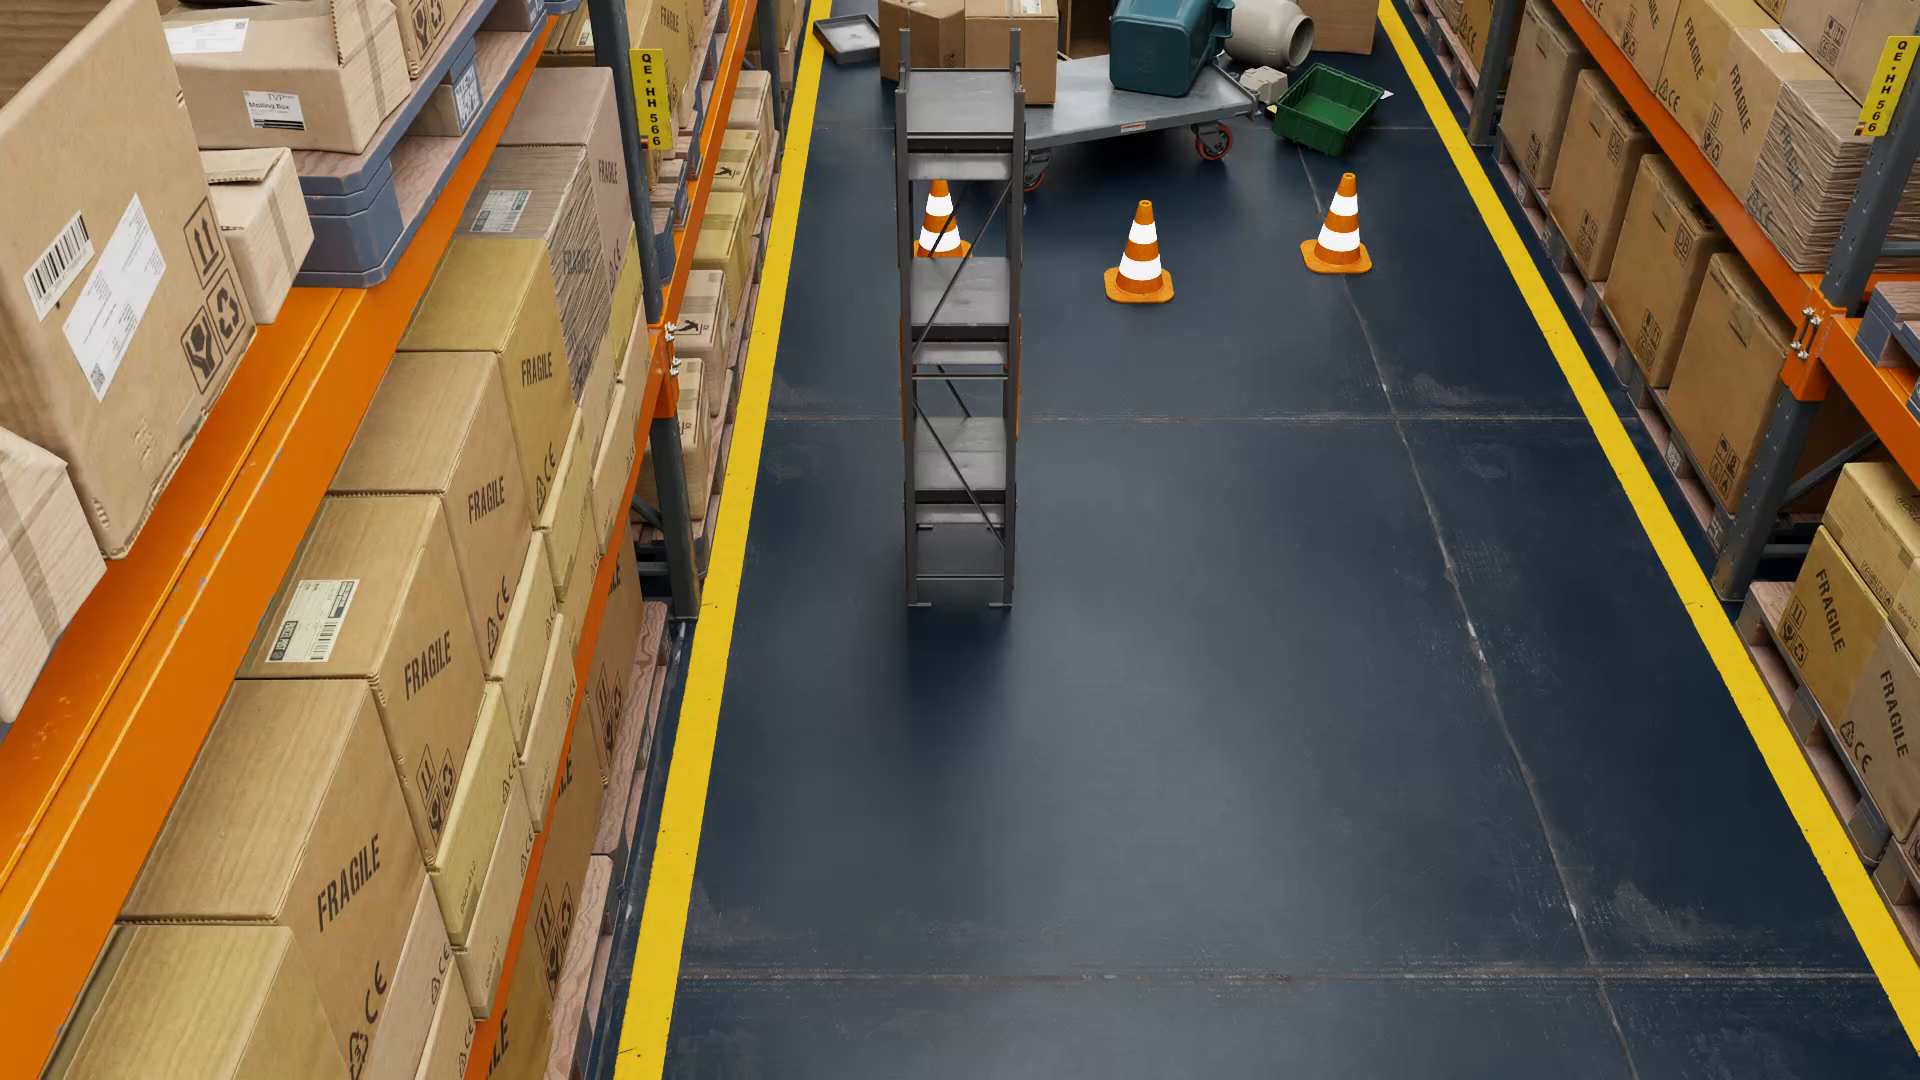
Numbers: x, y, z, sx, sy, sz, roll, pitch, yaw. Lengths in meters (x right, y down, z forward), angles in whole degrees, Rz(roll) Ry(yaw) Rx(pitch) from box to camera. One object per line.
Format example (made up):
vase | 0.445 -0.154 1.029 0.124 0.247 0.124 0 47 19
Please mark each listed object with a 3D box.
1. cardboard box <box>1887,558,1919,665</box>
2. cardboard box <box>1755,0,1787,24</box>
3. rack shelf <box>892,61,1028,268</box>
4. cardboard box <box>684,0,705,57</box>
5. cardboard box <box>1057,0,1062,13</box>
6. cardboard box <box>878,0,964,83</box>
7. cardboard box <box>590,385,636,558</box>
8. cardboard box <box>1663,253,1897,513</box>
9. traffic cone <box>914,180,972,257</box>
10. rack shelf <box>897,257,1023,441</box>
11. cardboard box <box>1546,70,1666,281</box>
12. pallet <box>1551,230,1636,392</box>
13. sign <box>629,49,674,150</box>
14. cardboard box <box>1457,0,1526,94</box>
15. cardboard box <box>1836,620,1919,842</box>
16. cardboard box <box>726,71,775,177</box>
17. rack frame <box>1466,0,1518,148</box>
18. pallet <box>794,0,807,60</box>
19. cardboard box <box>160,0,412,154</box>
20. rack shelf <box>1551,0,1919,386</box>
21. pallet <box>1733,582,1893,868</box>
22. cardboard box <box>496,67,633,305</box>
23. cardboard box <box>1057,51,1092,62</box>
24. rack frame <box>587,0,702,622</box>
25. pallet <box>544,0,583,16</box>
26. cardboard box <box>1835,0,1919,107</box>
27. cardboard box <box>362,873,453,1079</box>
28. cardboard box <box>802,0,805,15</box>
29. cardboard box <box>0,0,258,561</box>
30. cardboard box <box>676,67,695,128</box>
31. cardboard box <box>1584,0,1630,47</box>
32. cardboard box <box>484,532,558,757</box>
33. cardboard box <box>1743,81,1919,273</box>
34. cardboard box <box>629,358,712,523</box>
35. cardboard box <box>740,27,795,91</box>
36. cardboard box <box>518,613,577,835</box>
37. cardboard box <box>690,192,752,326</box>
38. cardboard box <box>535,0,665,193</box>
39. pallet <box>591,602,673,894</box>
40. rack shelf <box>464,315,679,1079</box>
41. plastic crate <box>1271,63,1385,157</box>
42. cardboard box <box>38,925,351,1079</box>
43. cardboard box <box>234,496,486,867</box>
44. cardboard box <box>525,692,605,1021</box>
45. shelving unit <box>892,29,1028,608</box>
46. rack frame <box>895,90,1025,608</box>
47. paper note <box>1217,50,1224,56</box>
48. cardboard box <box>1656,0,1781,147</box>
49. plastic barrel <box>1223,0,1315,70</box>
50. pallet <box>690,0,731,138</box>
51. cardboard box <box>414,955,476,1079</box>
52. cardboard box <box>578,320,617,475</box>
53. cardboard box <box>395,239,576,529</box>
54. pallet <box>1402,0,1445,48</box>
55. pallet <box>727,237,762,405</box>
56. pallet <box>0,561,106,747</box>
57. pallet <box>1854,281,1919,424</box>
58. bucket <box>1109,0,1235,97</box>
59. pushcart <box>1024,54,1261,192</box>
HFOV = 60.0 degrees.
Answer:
cardboard box | 3.207 0.303 5.036 0.500 0.250 0.500 0 39 -1
cardboard box | 3.452 -2.311 6.356 0.700 0.500 0.500 -1 39 -1
rack shelf | 0.000 -1.251 5.535 0.431 0.518 0.480 0 39 0
cardboard box | -1.286 -2.156 6.388 0.500 0.500 0.500 1 39 1
cardboard box | 1.022 -3.829 11.126 0.797 0.503 0.637 -28 46 -30
cardboard box | -0.148 -3.095 10.211 0.500 0.500 0.500 28 46 30
cardboard box | -1.226 -0.203 4.725 0.500 0.250 0.500 1 39 1
cardboard box | 3.537 -0.631 6.602 1.050 0.750 0.750 -1 39 -1
traffic cone | -0.106 -1.634 8.419 0.336 0.463 0.334 0 39 0
rack shelf | 0.000 -0.705 5.973 0.431 0.518 0.480 0 39 0
cardboard box | 3.531 -1.760 8.011 1.050 0.750 0.750 0 39 0
pallet | 3.523 -1.130 7.991 1.003 0.211 1.213 0 39 0
sign | -0.947 -1.352 5.112 0.100 0.325 0.005 0 39 0
cardboard box | 3.512 -3.194 9.700 0.875 0.875 0.875 1 39 1
cardboard box | 3.197 0.604 5.260 0.500 0.500 0.500 0 39 0
cardboard box | -1.504 -2.209 8.874 0.950 0.372 0.625 0 39 1
rack frame | 3.443 -3.465 8.676 1.000 3.000 0.127 0 39 0
pallet | -1.547 -3.495 10.943 1.003 0.211 1.213 0 39 0
cardboard box | -1.150 -0.821 2.748 0.396 0.266 0.258 3 39 4
rack shelf | 3.445 -1.934 7.340 1.077 0.370 4.000 0 39 0
pallet | 3.447 0.613 5.817 1.003 0.211 1.213 0 39 0
cardboard box | -1.240 -1.003 4.724 0.500 0.500 0.500 -1 39 -1
cardboard box | 0.638 -2.843 10.085 0.258 0.266 0.396 -28 46 -30
rack frame | -1.502 -0.897 5.471 1.000 3.000 0.127 0 39 0
pallet | -1.449 -1.592 4.090 1.213 0.211 1.003 2 39 2
cardboard box | 3.457 -1.674 5.561 0.700 0.500 0.500 0 39 0
cardboard box | -1.245 0.866 2.991 0.500 0.250 0.500 1 39 1
cardboard box | -1.253 -3.524 10.612 0.500 0.250 0.500 -1 39 -1
cardboard box | -1.209 -0.321 1.937 0.500 0.500 0.500 -1 39 -1
cardboard box | -1.217 -1.687 6.321 0.380 0.149 0.250 0 39 0
cardboard box | 3.174 -2.547 7.450 0.500 0.500 0.500 0 39 0
cardboard box | -1.222 0.234 3.779 0.500 0.250 0.500 -1 39 -1
cardboard box | 3.178 -1.285 5.874 0.500 0.500 0.500 0 39 0
cardboard box | -1.493 -0.389 6.602 0.950 0.372 0.625 -2 39 -3
cardboard box | -1.238 -2.859 9.782 0.500 0.250 0.500 -2 39 -2
cardboard box | -1.212 0.431 3.934 0.500 0.250 0.500 -1 39 -1
cardboard box | -1.497 -1.325 7.770 0.950 0.372 0.625 1 39 1
cardboard box | -1.271 -1.498 5.567 0.500 0.500 0.500 -1 39 -1
pallet | -1.577 0.684 5.728 1.003 0.211 1.213 0 39 0
rack shelf | -1.500 0.634 4.135 1.077 0.370 4.000 0 39 0
plastic crate | 2.133 -2.498 9.672 0.450 0.188 0.662 27 45 16
cardboard box | -1.211 0.900 2.349 0.500 0.500 0.500 0 39 0
cardboard box | -1.237 0.268 3.138 0.500 0.500 0.500 -1 39 -1
cardboard box | -1.588 0.758 4.769 0.875 0.875 0.875 0 39 1
shelving unit | 0.000 -0.716 5.964 0.431 2.100 0.503 0 39 0
rack frame | 0.000 -0.563 5.774 0.400 2.100 0.015 0 39 0
paper note | 1.611 -3.152 10.665 0.172 0.023 0.155 13 40 15
cardboard box | 3.179 -1.909 6.654 0.500 0.500 0.500 -1 39 -1
plastic barrel | 1.908 -3.168 10.365 0.512 0.421 0.421 28 46 30
pallet | -1.546 -2.060 7.076 1.003 0.211 1.213 0 39 0
cardboard box | -1.236 1.064 3.144 0.500 0.250 0.500 -1 39 -1
cardboard box | -1.243 -0.411 4.584 0.500 0.250 0.500 -1 39 -1
cardboard box | -1.237 -0.372 3.936 0.500 0.500 0.500 0 39 0
pallet | 3.516 -3.618 11.096 1.003 0.211 1.213 0 39 0
pallet | -1.500 -1.059 7.902 1.003 0.211 1.213 0 39 0
pallet | -1.548 -0.065 2.187 0.805 0.209 1.217 -1 39 -2
pallet | 3.555 -0.444 5.058 1.213 0.211 1.003 0 39 0
bucket | 1.137 -2.865 9.328 0.726 0.611 0.620 13 50 15
pushcart | 0.773 -2.408 9.454 1.648 0.377 0.936 -13 40 -16
